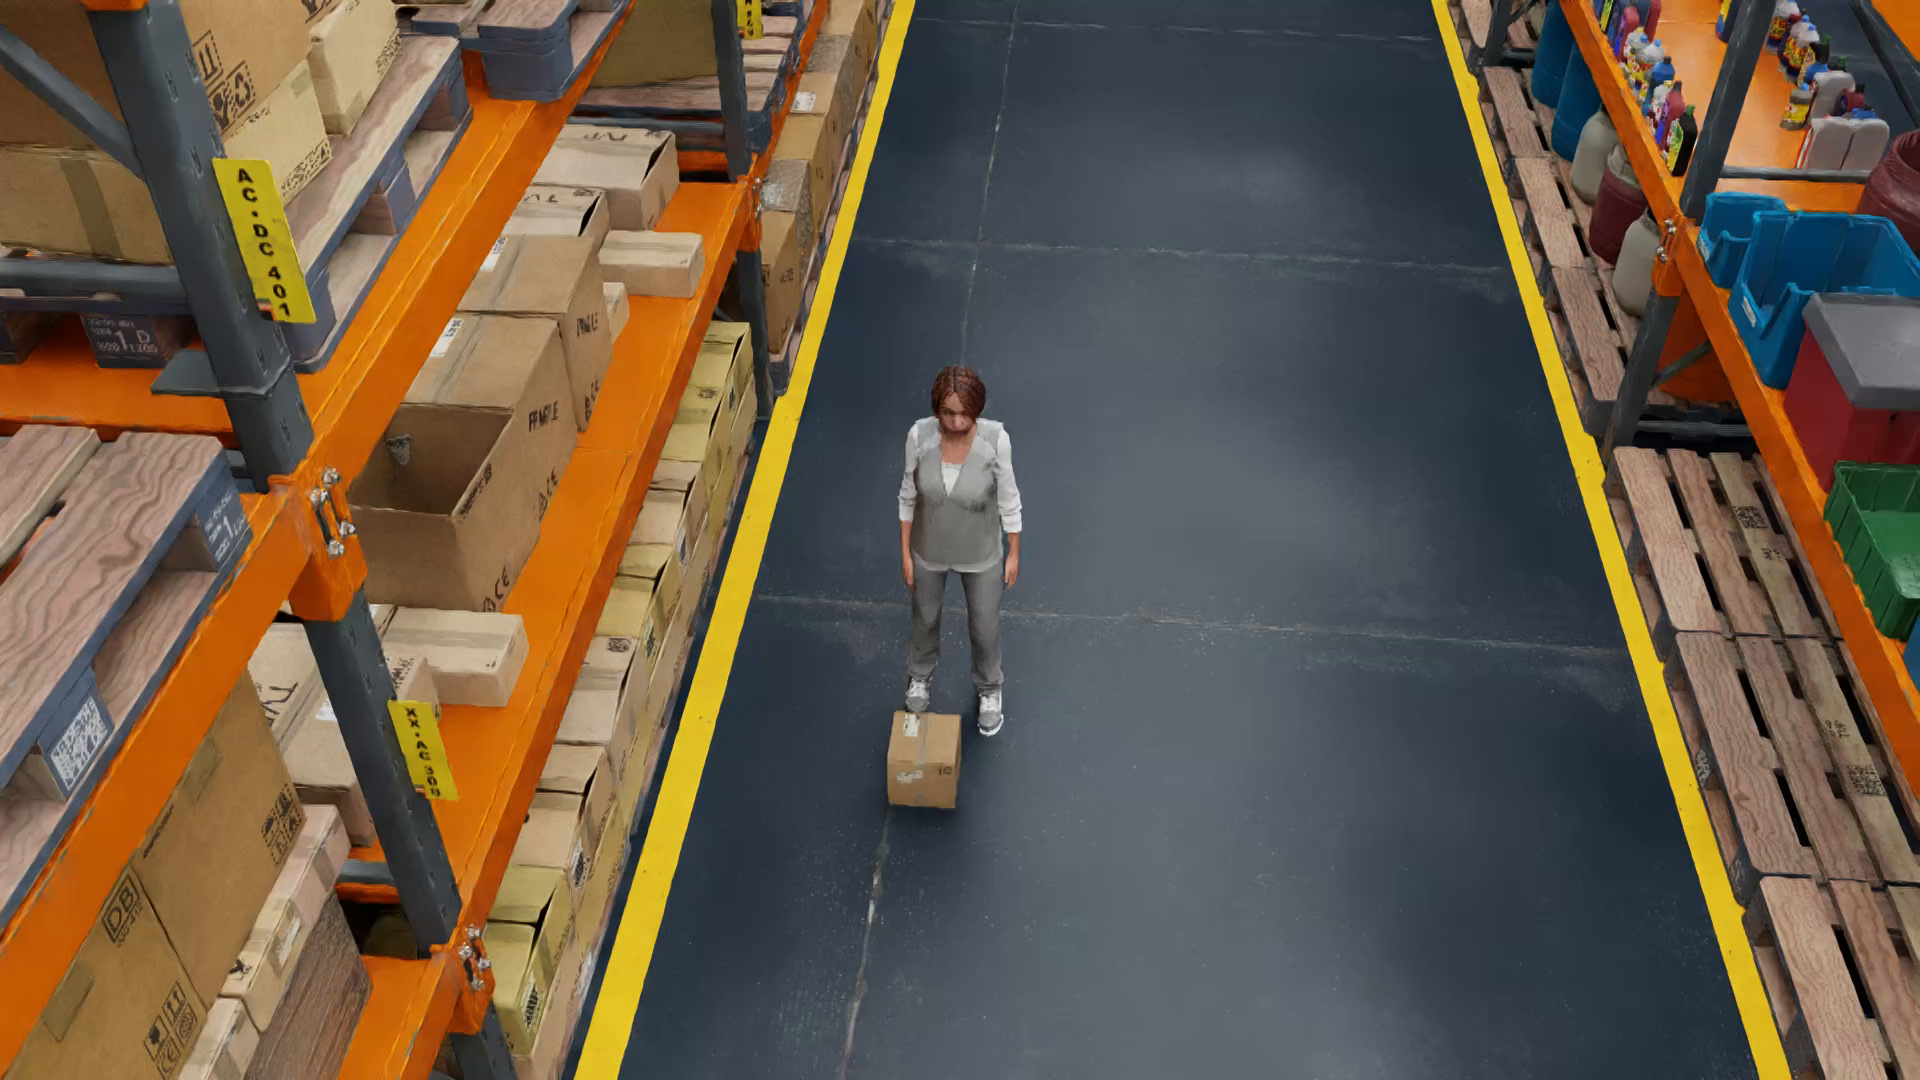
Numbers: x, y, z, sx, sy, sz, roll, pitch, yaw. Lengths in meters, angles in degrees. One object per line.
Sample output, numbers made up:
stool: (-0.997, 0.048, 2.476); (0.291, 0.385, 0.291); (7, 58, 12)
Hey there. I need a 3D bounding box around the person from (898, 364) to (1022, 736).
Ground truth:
person: (-0.001, 0.055, 6.123); (0.445, 1.629, 0.359); (4, 41, 5)
